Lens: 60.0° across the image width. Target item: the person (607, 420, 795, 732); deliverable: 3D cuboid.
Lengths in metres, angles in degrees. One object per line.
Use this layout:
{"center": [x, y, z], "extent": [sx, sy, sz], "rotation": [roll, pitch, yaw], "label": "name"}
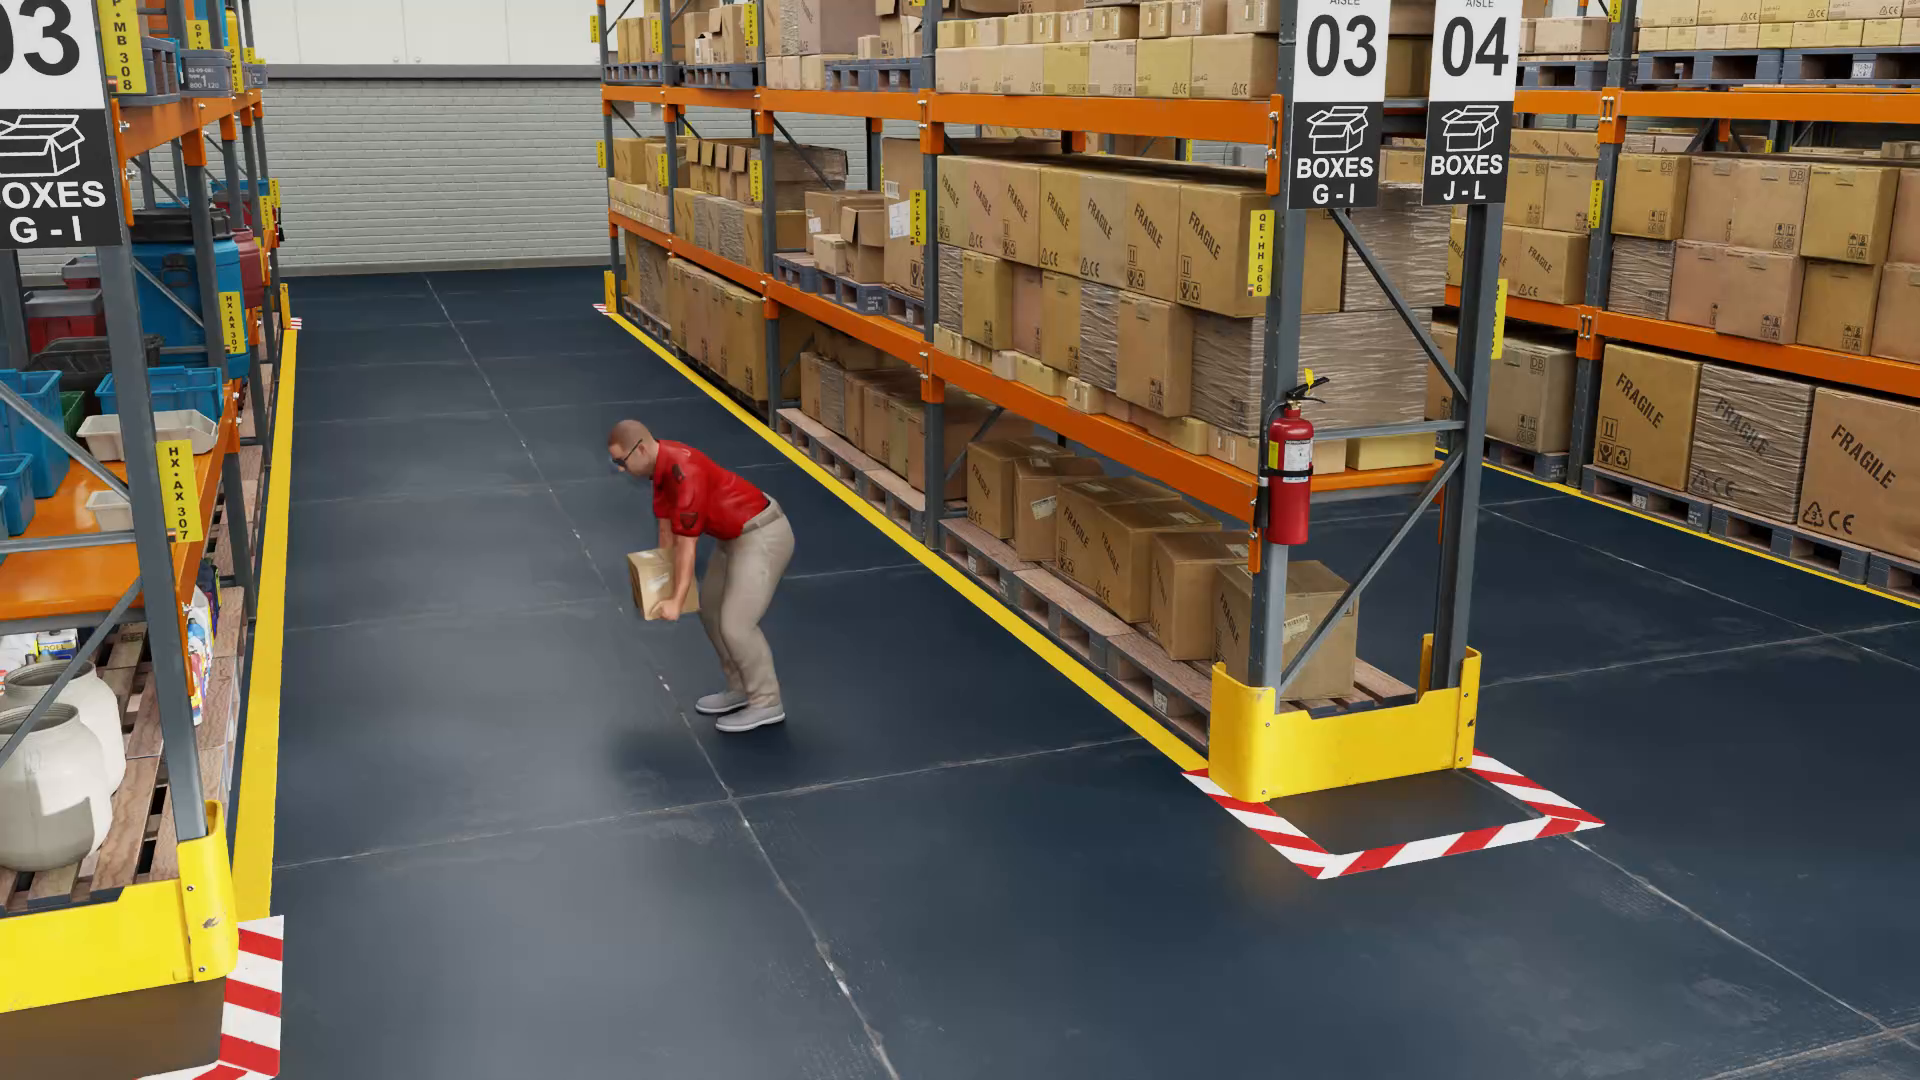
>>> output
{"center": [-1.161, 0.144, 7.561], "extent": [0.816, 1.455, 0.470], "rotation": [-6, 17, -22], "label": "person"}
